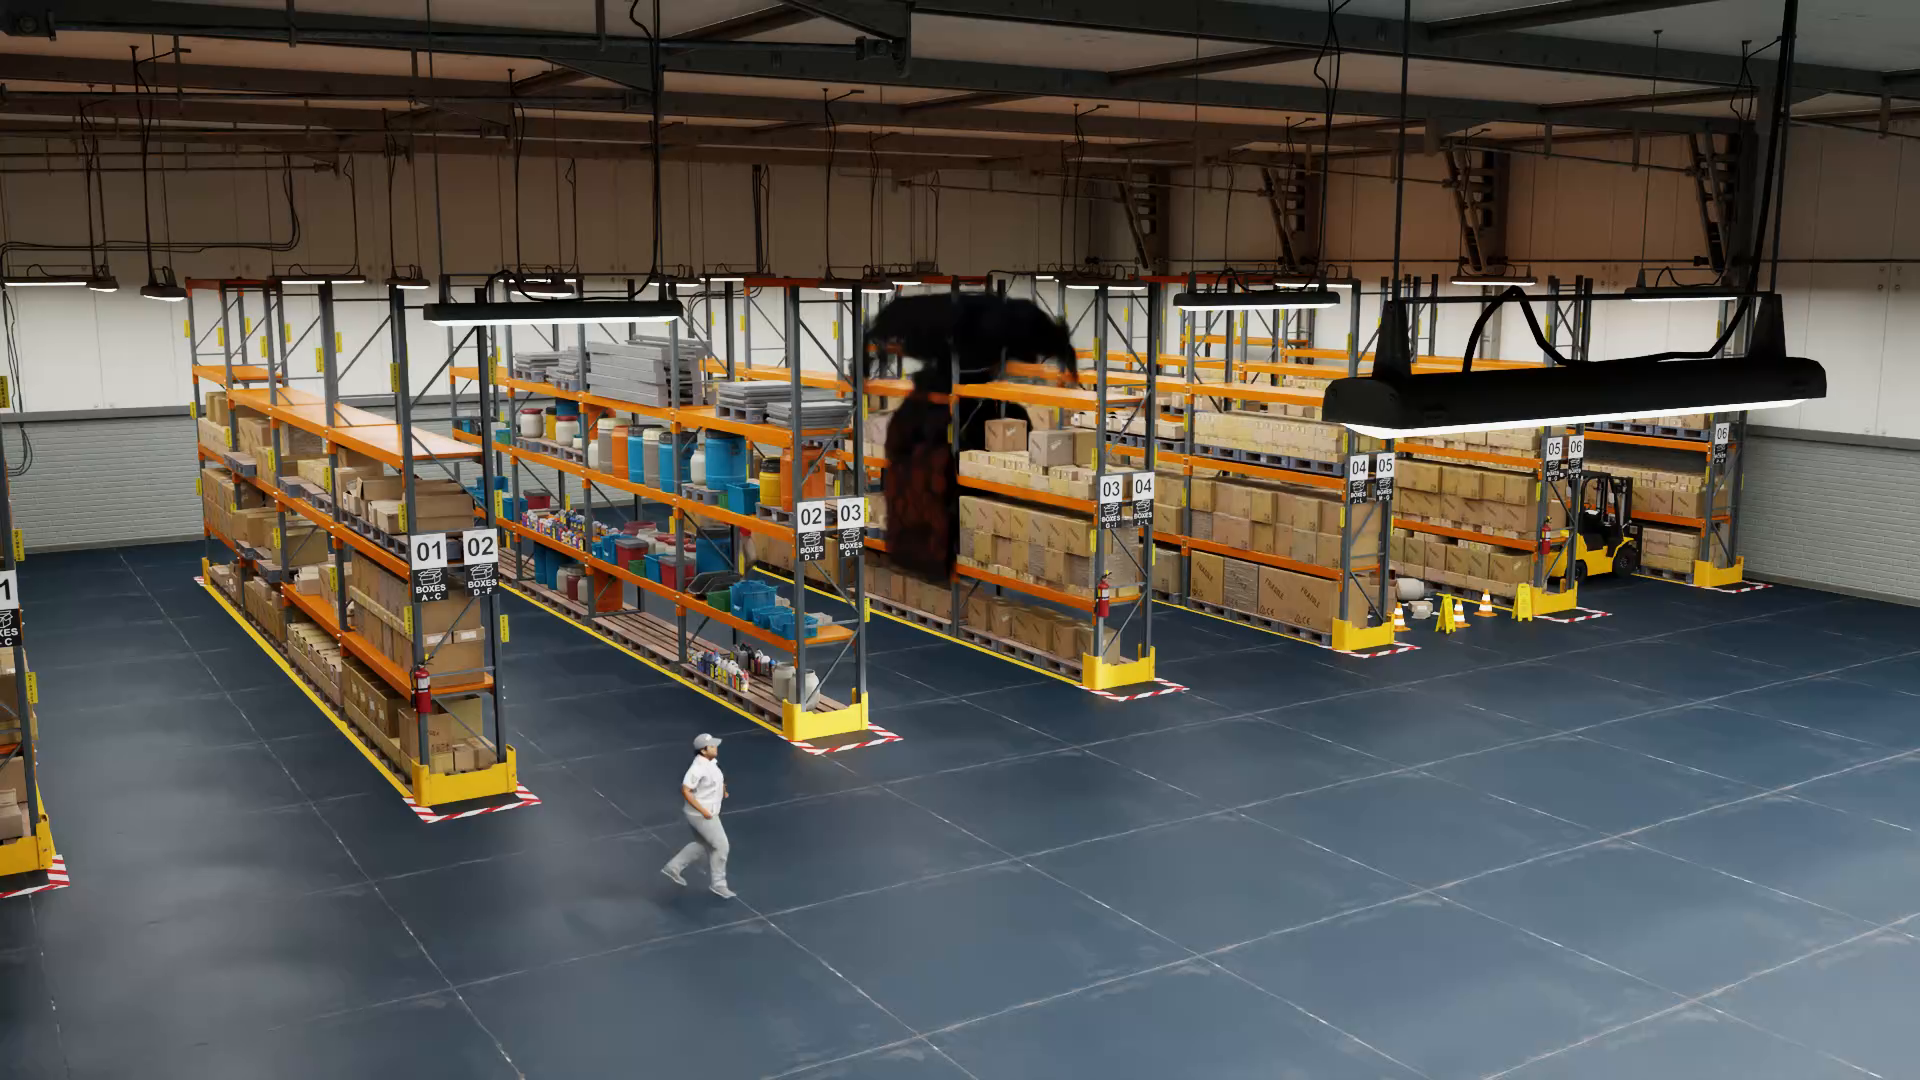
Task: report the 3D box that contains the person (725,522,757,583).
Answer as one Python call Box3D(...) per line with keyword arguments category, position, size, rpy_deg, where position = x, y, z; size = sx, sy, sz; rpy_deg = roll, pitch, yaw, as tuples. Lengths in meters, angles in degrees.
Box3D(category="person", position=(-4.045, 0.036, 31.061), size=(0.671, 1.695, 0.544), rpy_deg=(-6, 12, -34))

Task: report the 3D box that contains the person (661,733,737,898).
Box3D(category="person", position=(-2.632, 2.765, 16.674), size=(0.766, 1.714, 0.635), rpy_deg=(-1, 10, -3))
